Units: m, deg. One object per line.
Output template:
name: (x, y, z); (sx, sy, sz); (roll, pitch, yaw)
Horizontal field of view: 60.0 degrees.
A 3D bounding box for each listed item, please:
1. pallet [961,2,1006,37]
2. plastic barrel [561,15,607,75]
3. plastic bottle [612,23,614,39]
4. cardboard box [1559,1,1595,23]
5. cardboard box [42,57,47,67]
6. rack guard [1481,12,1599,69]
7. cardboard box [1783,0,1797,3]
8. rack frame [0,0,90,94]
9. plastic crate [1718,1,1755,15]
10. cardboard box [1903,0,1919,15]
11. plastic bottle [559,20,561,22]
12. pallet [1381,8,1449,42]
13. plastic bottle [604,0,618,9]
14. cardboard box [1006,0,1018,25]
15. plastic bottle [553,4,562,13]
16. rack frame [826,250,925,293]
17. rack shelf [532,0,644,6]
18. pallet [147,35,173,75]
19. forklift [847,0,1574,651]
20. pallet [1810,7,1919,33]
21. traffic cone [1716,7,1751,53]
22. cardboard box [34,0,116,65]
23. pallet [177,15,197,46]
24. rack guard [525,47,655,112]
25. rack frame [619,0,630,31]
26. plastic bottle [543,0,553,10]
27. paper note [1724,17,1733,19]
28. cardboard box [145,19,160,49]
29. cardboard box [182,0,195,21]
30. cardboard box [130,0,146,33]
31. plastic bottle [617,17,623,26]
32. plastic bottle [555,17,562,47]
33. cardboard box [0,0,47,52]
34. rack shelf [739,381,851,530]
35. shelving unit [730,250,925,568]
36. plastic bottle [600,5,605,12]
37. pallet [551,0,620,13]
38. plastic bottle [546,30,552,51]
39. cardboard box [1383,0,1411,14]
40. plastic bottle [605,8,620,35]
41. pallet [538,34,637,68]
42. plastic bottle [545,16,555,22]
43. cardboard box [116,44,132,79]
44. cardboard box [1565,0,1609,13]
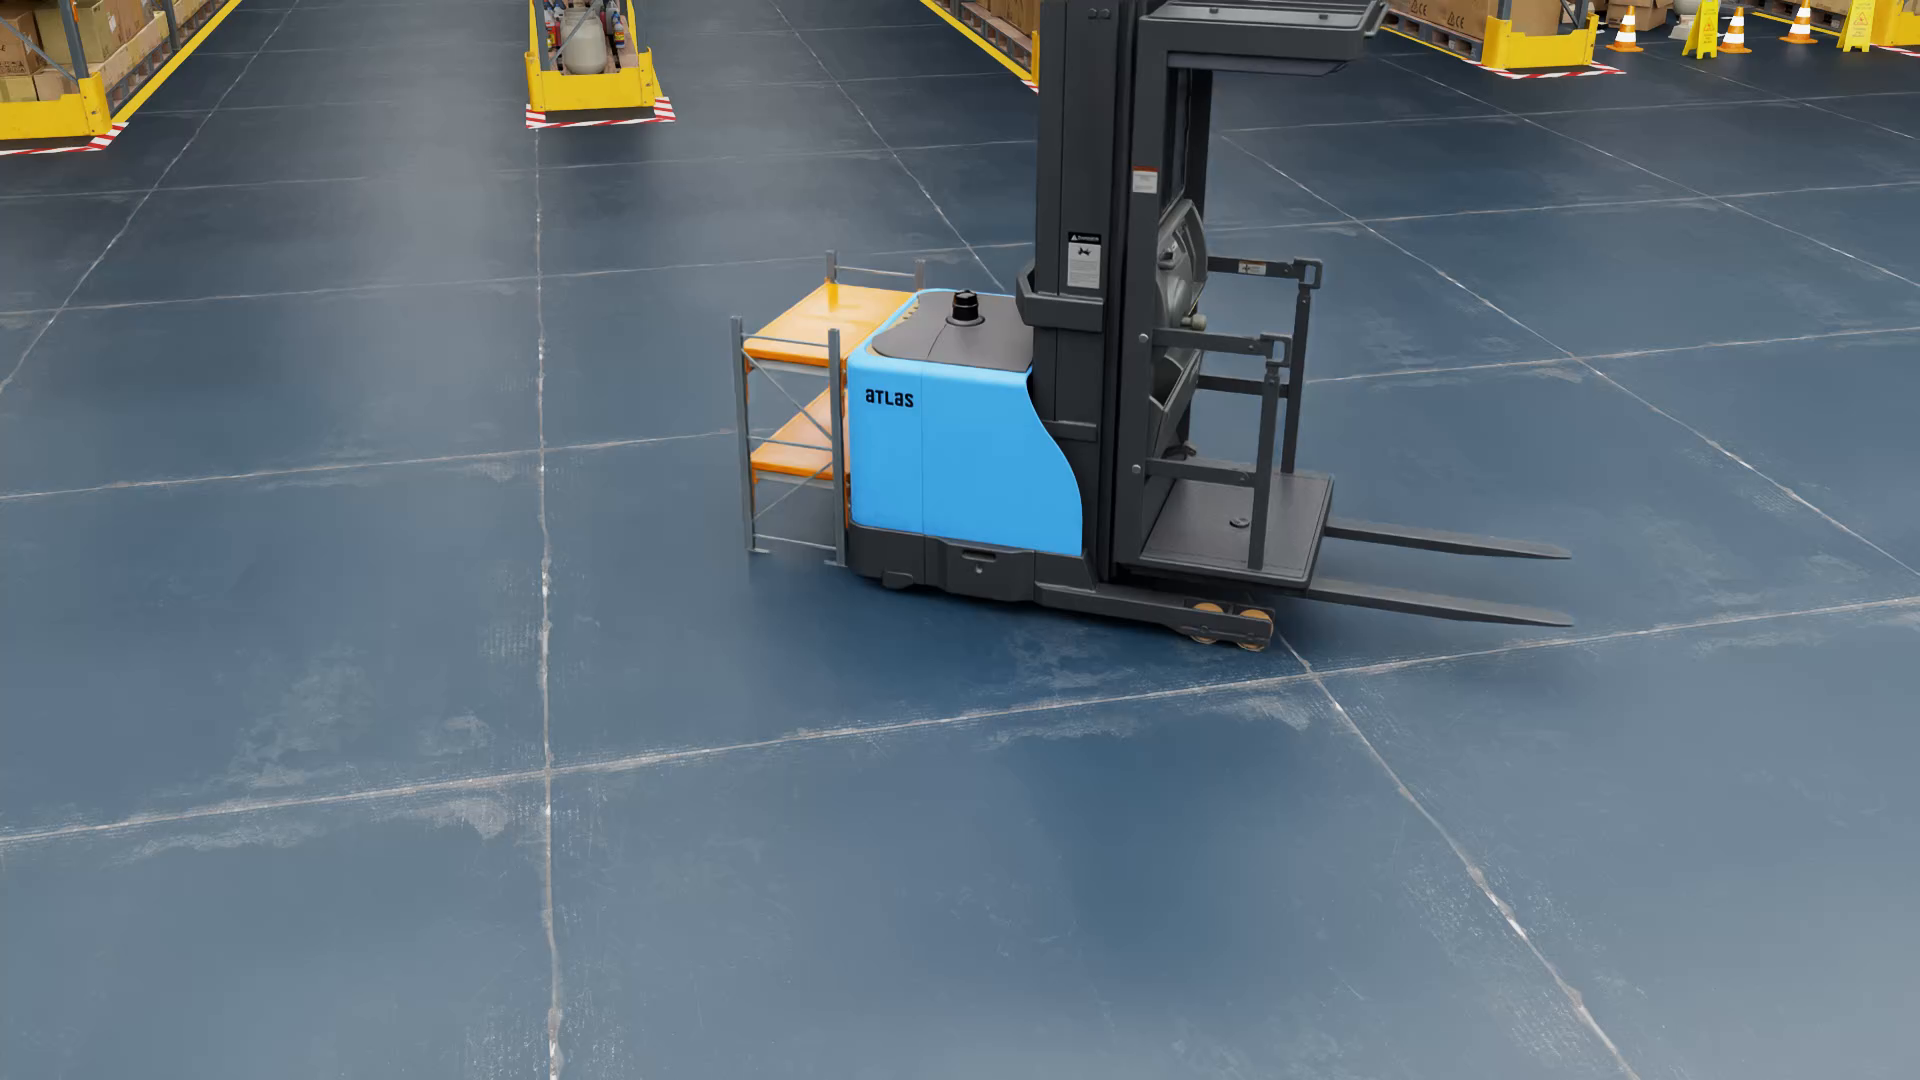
pallet: (0.627, -6.239, 19.876); (1.003, 0.211, 1.213); (-6, 27, -12)
plastic barrel: (-3.705, -4.874, 16.373); (0.421, 0.512, 0.421); (0, 27, 0)
plastic bottle: (-3.710, -5.529, 17.992); (0.097, 0.201, 0.097); (0, 27, 0)
cardboard box: (7.479, -6.446, 20.227); (0.396, 0.266, 0.258); (-1, 27, -3)
cardboard box: (-8.842, -4.398, 15.721); (0.500, 0.250, 0.500); (-6, 27, -12)
rack guard: (6.204, -5.352, 17.798); (1.175, 0.500, 0.348); (-6, 27, -12)
cardboard box: (10.322, -6.770, 20.420); (0.500, 0.250, 0.500); (-7, 28, -13)
rack frame: (-8.309, -5.015, 14.356); (1.000, 3.000, 0.127); (-6, 27, -12)
plastic crate: (9.652, -6.705, 20.946); (0.402, 0.080, 0.583); (-16, 31, -29)
cardboard box: (11.086, -6.367, 19.622); (0.500, 0.250, 0.500); (-6, 27, -12)
plastic bottle: (-4.318, -5.503, 17.941); (0.097, 0.201, 0.097); (0, 27, 0)
pallet: (5.670, -6.111, 19.623); (1.003, 0.211, 1.213); (-6, 27, -12)
plastic bottle: (-3.915, -5.948, 18.657); (0.144, 0.351, 0.185); (-7, 28, -14)
cardboard box: (0.846, -6.152, 18.917); (0.500, 0.500, 0.500); (-8, 28, -16)
plastic bottle: (-4.456, -5.803, 18.457); (0.097, 0.271, 0.097); (0, 27, 0)
rack frame: (-0.405, -0.853, 8.192); (0.500, 1.125, 0.032); (9, 28, 18)
rack shelf: (-3.933, -6.073, 17.251); (1.077, 0.370, 4.000); (-6, 27, -12)
pallet: (-9.072, -5.172, 17.763); (1.003, 0.211, 1.213); (-6, 27, -12)
forklift: (1.088, -1.121, 6.718); (3.031, 2.935, 1.130); (8, 28, 16)
pallet: (10.832, -6.174, 19.748); (1.003, 0.211, 1.213); (-6, 27, -12)
traffic cone: (8.640, -5.689, 18.507); (0.336, 0.463, 0.334); (-6, 27, -12)
cardboard box: (-8.328, -4.787, 15.658); (0.500, 0.500, 0.500); (-6, 27, -12)
pallet: (-9.415, -5.845, 19.097); (1.003, 0.211, 1.213); (-6, 27, -12)
rack guard: (-3.545, -4.429, 15.969); (1.175, 0.500, 0.348); (-6, 27, -12)
rack frame: (-4.384, -7.272, 18.829); (1.000, 3.000, 0.127); (-6, 27, -12)
plastic bottle: (-4.564, -5.807, 18.377); (0.144, 0.351, 0.185); (-7, 28, -14)
paper note: (9.462, -6.423, 20.442); (0.142, 0.019, 0.148); (-16, 31, -29)
cardboard box: (-8.790, -5.329, 17.564); (0.500, 0.250, 0.500); (-6, 27, -12)
cardboard box: (-9.174, -6.157, 19.206); (0.500, 0.250, 0.500); (-5, 27, -10)
cardboard box: (-8.675, -5.444, 16.961); (0.500, 0.500, 0.500); (-6, 27, -12)
plastic bottle: (-3.621, -5.429, 17.703); (0.061, 0.283, 0.133); (-5, 27, -11)
plastic bottle: (-4.250, -5.386, 17.618); (0.061, 0.283, 0.133); (-6, 27, -12)
cardboard box: (-8.960, -4.952, 15.986); (0.500, 0.500, 0.500); (-6, 27, -12)
rack shelf: (-0.576, -0.419, 7.875); (0.538, 0.278, 1.000); (9, 28, 18)
shelving unit: (-0.576, -0.638, 7.765); (0.538, 1.125, 1.048); (9, 28, 18)
plastic bottle: (-3.936, -5.755, 18.349); (0.061, 0.283, 0.133); (-6, 27, -12)
pallet: (-4.599, -6.368, 20.132); (1.003, 0.211, 1.213); (-6, 27, -12)
plastic bottle: (-4.323, -5.225, 17.390); (0.097, 0.201, 0.097); (0, 27, 0)
cardboard box: (5.577, -6.795, 19.775); (0.875, 0.875, 0.875); (-6, 27, -11)
plastic bottle: (-3.809, -5.701, 18.251); (0.152, 0.276, 0.135); (-5, 27, -11)
pallet: (-3.995, -5.191, 17.801); (1.003, 0.211, 1.213); (-6, 27, -12)
plastic bottle: (-4.385, -5.433, 17.719); (0.152, 0.276, 0.135); (-7, 28, -13)
cardboard box: (-8.442, -4.671, 16.261); (0.500, 0.250, 0.500); (-6, 27, -12)
cardboard box: (7.917, -6.895, 20.702); (0.797, 0.637, 0.503); (-6, 27, -12)
